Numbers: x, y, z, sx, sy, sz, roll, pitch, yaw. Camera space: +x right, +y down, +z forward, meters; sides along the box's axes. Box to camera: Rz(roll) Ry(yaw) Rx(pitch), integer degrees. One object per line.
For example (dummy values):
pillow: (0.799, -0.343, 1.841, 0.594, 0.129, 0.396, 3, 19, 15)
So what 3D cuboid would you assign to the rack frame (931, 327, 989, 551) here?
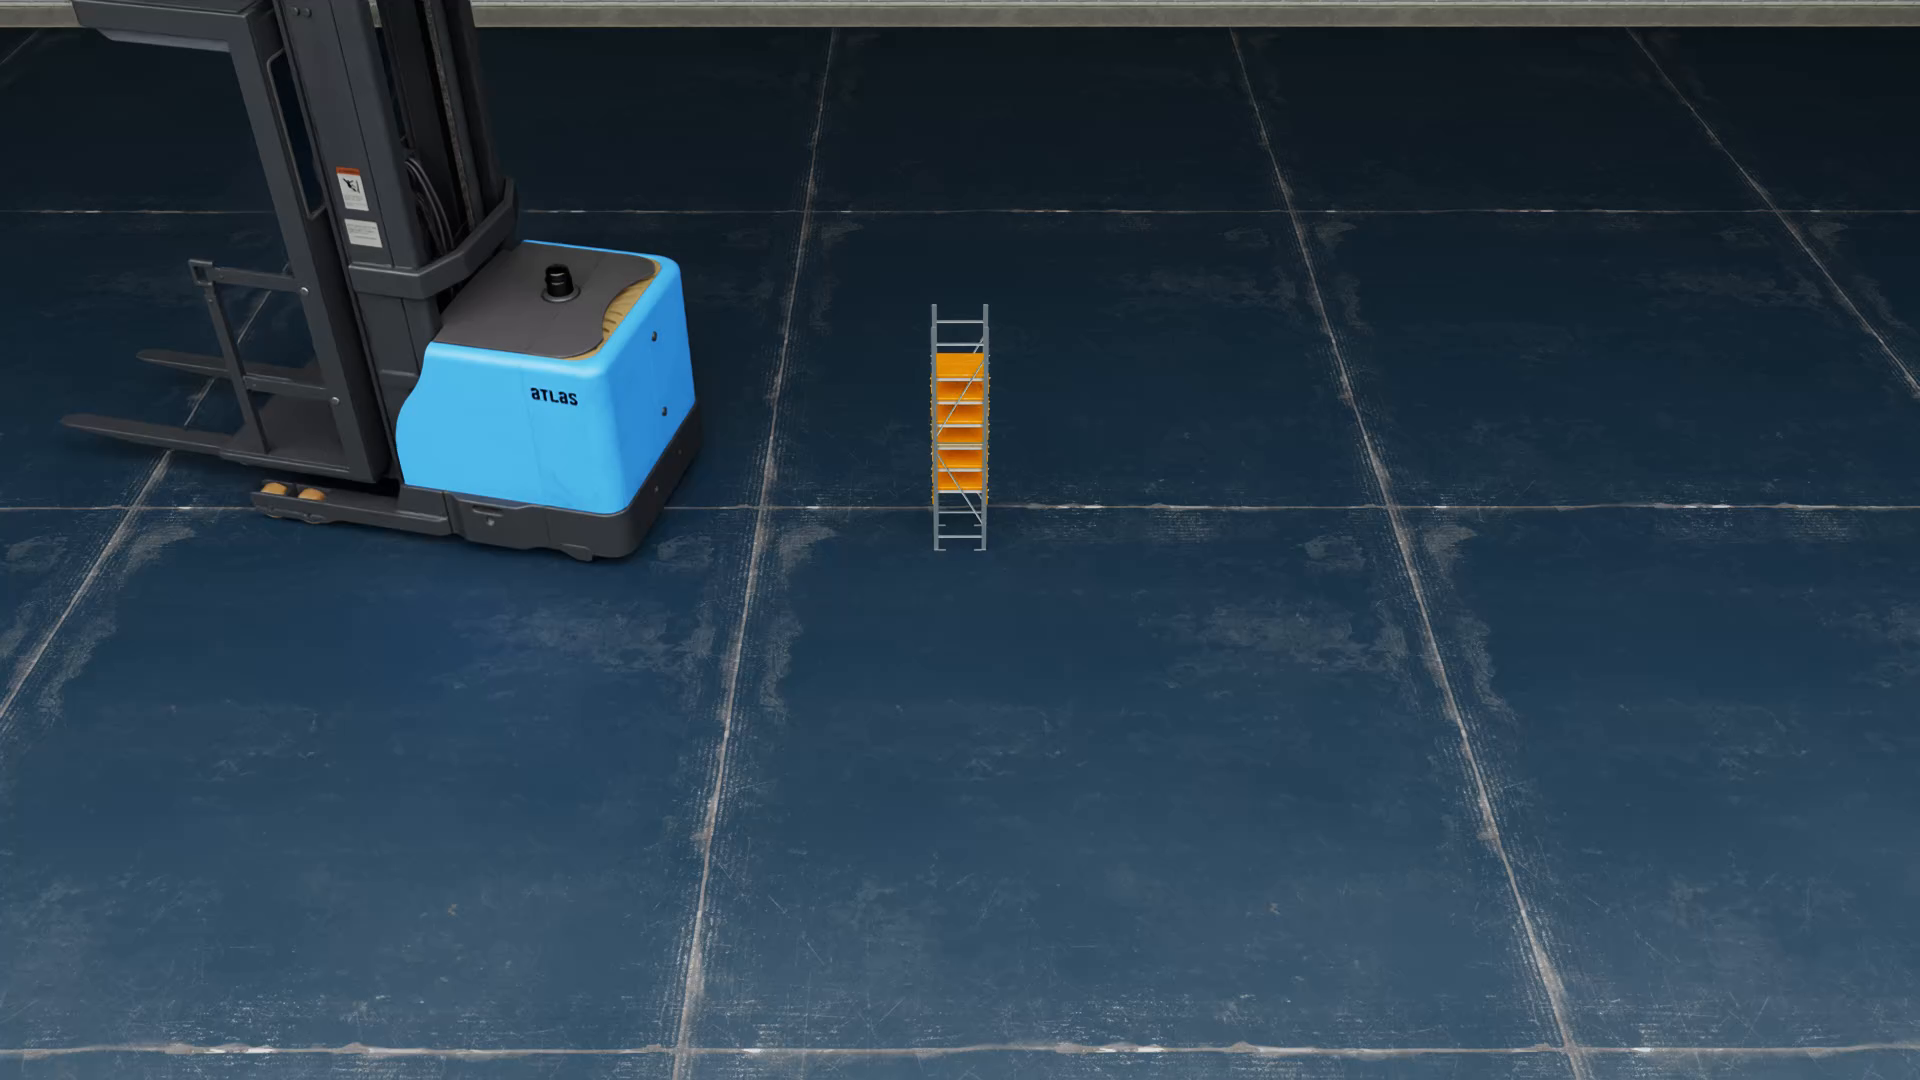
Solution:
rack frame: (0.000, -0.420, 7.315, 0.240, 1.200, 0.006, 0, 39, 0)

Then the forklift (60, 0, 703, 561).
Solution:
forklift: (-2.847, -1.531, 7.316, 3.031, 2.935, 1.130, 8, 39, 10)

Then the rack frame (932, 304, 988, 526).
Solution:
rack frame: (0.000, -0.534, 7.457, 0.240, 1.200, 0.006, 0, 39, 0)

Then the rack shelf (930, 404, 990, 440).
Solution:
rack shelf: (0.000, -0.536, 7.339, 0.258, 0.103, 0.180, 0, 39, 0)

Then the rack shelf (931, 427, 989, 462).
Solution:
rack shelf: (0.000, -0.443, 7.414, 0.258, 0.103, 0.180, 0, 39, 0)

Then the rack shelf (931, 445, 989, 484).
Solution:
rack shelf: (0.000, -0.349, 7.489, 0.258, 0.103, 0.180, 0, 39, 0)

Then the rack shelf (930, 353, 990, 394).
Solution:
rack shelf: (0.000, -0.724, 7.189, 0.258, 0.103, 0.180, 0, 39, 0)

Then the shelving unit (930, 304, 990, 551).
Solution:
shelving unit: (0.000, -0.477, 7.386, 0.258, 1.200, 0.189, 0, 39, 0)

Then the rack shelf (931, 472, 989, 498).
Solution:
rack shelf: (0.000, -0.255, 7.564, 0.258, 0.103, 0.180, 0, 39, 0)

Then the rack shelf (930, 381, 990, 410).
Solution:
rack shelf: (0.000, -0.630, 7.264, 0.258, 0.103, 0.180, 0, 39, 0)
